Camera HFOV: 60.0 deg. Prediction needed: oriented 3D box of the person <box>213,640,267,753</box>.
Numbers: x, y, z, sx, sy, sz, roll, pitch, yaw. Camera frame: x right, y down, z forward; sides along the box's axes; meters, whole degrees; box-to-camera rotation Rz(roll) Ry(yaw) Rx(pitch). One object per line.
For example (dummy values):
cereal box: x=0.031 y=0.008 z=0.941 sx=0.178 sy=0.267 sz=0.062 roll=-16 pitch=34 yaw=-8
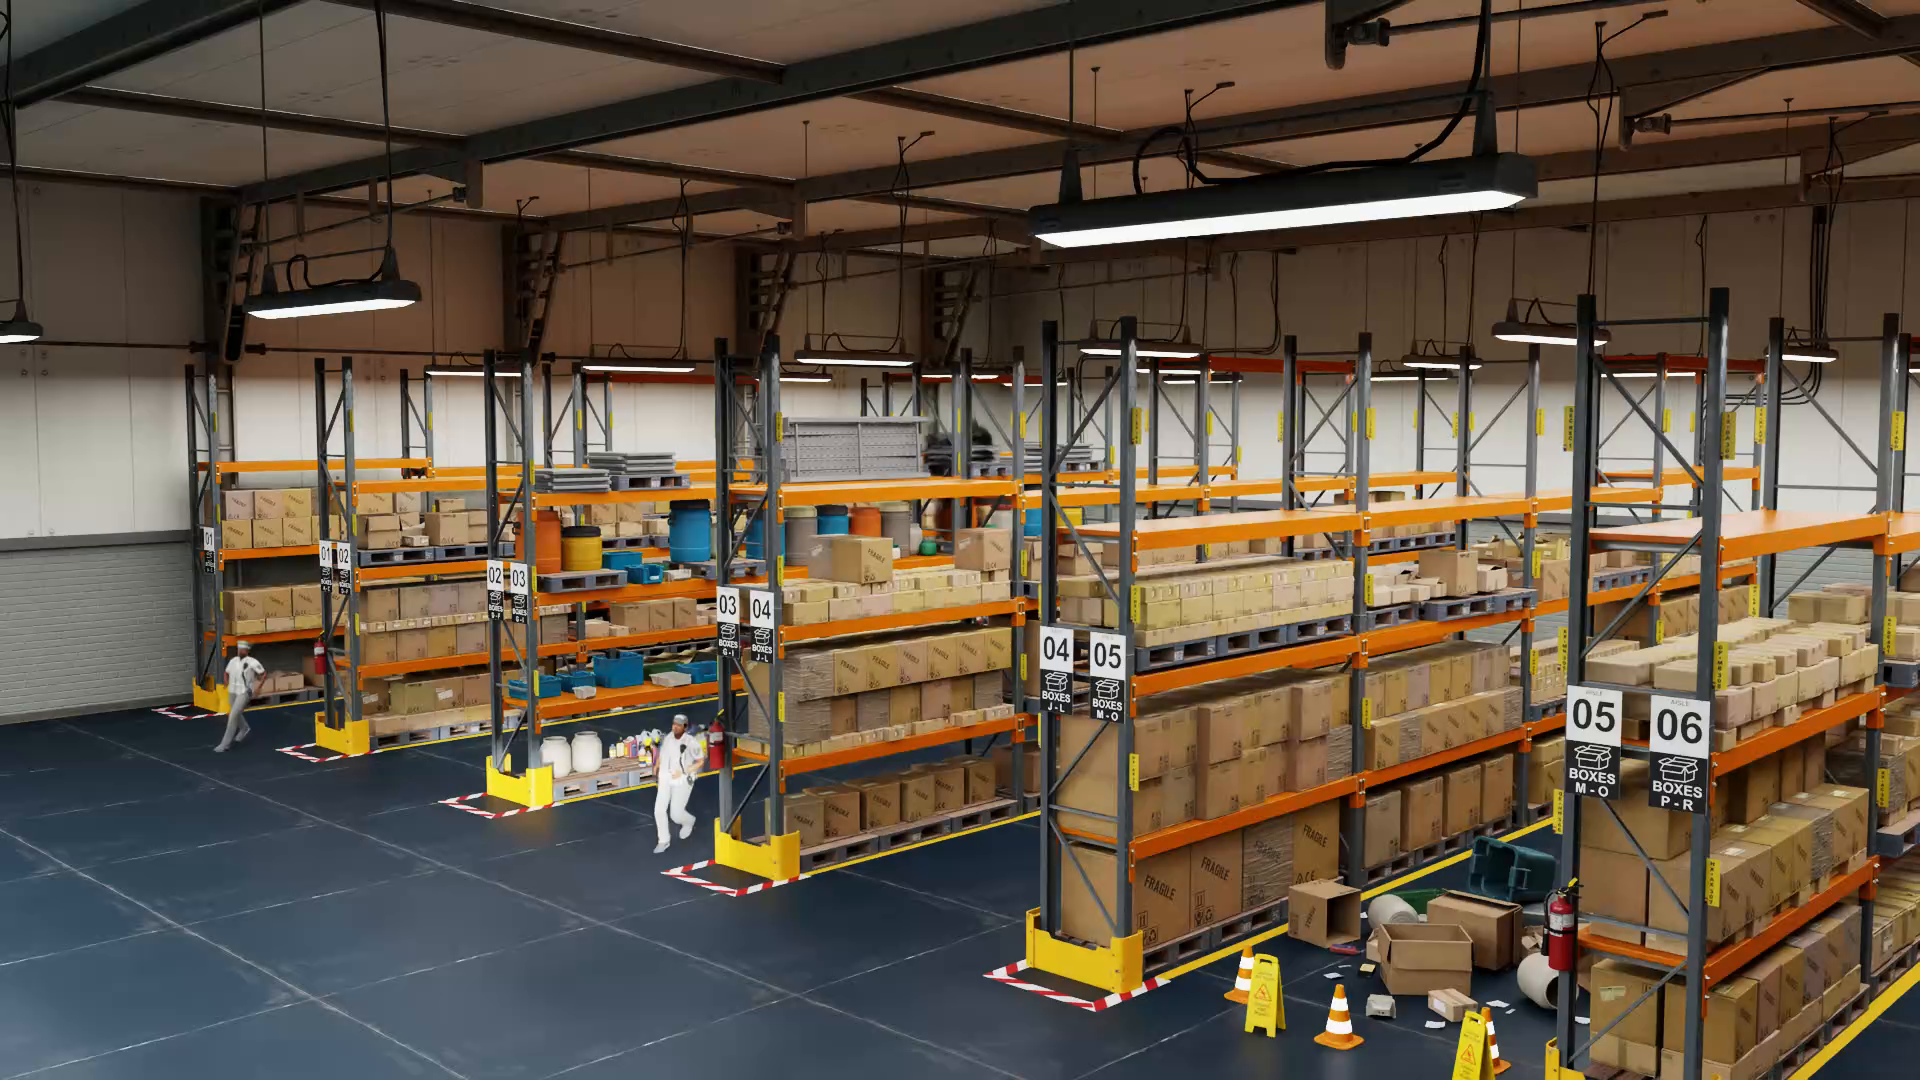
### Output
person: x=-11.067 y=2.365 z=25.566 sx=0.662 sy=1.675 sz=0.921 roll=1 pitch=5 yaw=15

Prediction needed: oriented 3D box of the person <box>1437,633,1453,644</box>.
person: x=7.594 y=2.279 z=25.917 sx=0.681 sy=1.825 sz=0.939 roll=3 pitch=5 yaw=32

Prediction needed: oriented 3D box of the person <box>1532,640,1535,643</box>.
person: x=8.847 y=2.356 z=25.823 sx=0.555 sy=1.649 sz=0.663 roll=-4 pitch=6 yaw=-44

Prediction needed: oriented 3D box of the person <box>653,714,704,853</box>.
person: x=-3.320 y=2.865 z=19.730 sx=0.647 sy=1.635 sz=0.677 roll=2 pitch=5 yaw=24

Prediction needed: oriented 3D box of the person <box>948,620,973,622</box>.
person: x=0.014 y=1.858 z=32.491 sx=0.622 sy=1.672 sz=0.702 roll=3 pitch=5 yaw=32
